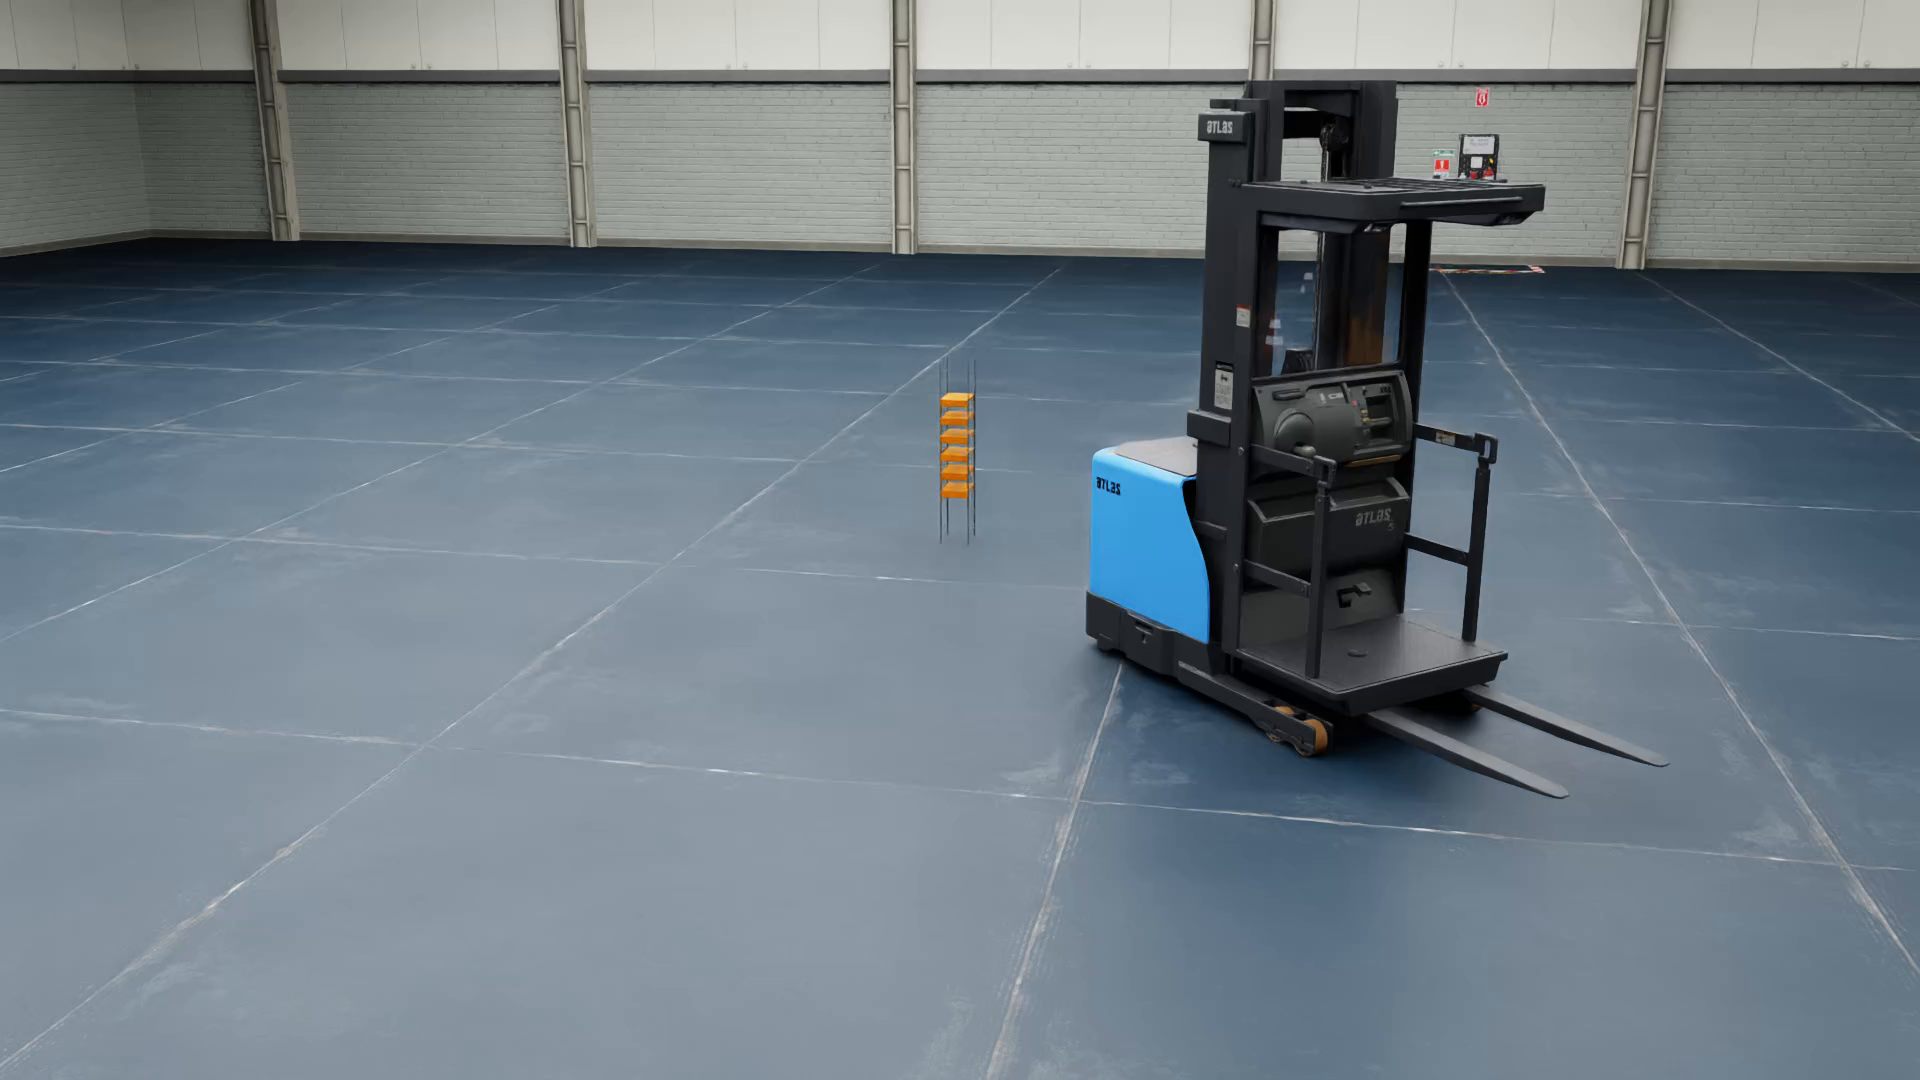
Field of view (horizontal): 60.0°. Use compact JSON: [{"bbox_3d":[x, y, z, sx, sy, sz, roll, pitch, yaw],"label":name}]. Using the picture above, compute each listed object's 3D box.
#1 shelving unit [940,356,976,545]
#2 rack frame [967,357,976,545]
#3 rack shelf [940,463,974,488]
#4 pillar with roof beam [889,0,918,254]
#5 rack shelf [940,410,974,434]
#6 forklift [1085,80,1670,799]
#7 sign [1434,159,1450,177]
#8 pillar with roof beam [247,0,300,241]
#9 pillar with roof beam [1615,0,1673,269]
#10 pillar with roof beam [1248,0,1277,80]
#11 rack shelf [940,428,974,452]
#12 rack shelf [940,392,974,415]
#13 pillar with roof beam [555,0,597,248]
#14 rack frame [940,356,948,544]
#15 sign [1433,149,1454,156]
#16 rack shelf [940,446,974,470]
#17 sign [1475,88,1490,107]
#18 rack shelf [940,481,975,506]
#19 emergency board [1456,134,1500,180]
[{"bbox_3d":[-0.014,-0.579,10.835,0.189,1.200,0.258,3,16,11],"label":"shelving unit"},{"bbox_3d":[0.075,-0.574,10.817,0.006,1.200,0.240,3,16,11],"label":"rack frame"},{"bbox_3d":[-0.014,-0.421,10.879,0.180,0.103,0.258,3,16,11],"label":"rack shelf"},{"bbox_3d":[-1.821,-8.233,23.858,0.400,9.000,9.100,3,16,11],"label":"pillar with roof beam"},{"bbox_3d":[-0.014,-0.767,10.782,0.180,0.103,0.258,3,16,11],"label":"rack shelf"},{"bbox_3d":[1.861,-0.580,7.597,1.130,2.935,3.031,-9,18,-30],"label":"forklift"},{"bbox_3d":[7.861,-6.045,27.129,0.234,0.329,0.001,3,16,11],"label":"sign"},{"bbox_3d":[-13.580,-8.872,26.163,0.400,9.000,9.100,3,16,11],"label":"pillar with roof beam"},{"bbox_3d":[9.938,-7.595,21.554,0.400,9.000,9.100,3,16,11],"label":"pillar with roof beam"},{"bbox_3d":[4.059,-7.914,22.706,0.400,9.000,9.100,3,16,11],"label":"pillar with roof beam"},{"bbox_3d":[-0.014,-0.652,10.814,0.180,0.103,0.258,3,16,11],"label":"rack shelf"},{"bbox_3d":[-0.014,-0.883,10.750,0.180,0.103,0.258,3,16,11],"label":"rack shelf"},{"bbox_3d":[-7.701,-8.553,25.010,0.400,9.000,9.100,3,16,11],"label":"pillar with roof beam"},{"bbox_3d":[-0.104,-0.584,10.852,0.006,1.200,0.240,3,16,11],"label":"rack frame"},{"bbox_3d":[7.864,-6.298,27.049,0.331,0.109,0.001,3,16,11],"label":"sign"},{"bbox_3d":[-0.014,-0.536,10.846,0.180,0.103,0.258,3,16,11],"label":"rack shelf"},{"bbox_3d":[8.394,-7.115,26.717,0.199,0.298,0.001,3,16,11],"label":"sign"},{"bbox_3d":[-0.014,-0.305,10.911,0.180,0.103,0.258,3,16,11],"label":"rack shelf"},{"bbox_3d":[8.382,-5.972,26.931,0.643,1.169,0.194,3,16,11],"label":"emergency board"}]
